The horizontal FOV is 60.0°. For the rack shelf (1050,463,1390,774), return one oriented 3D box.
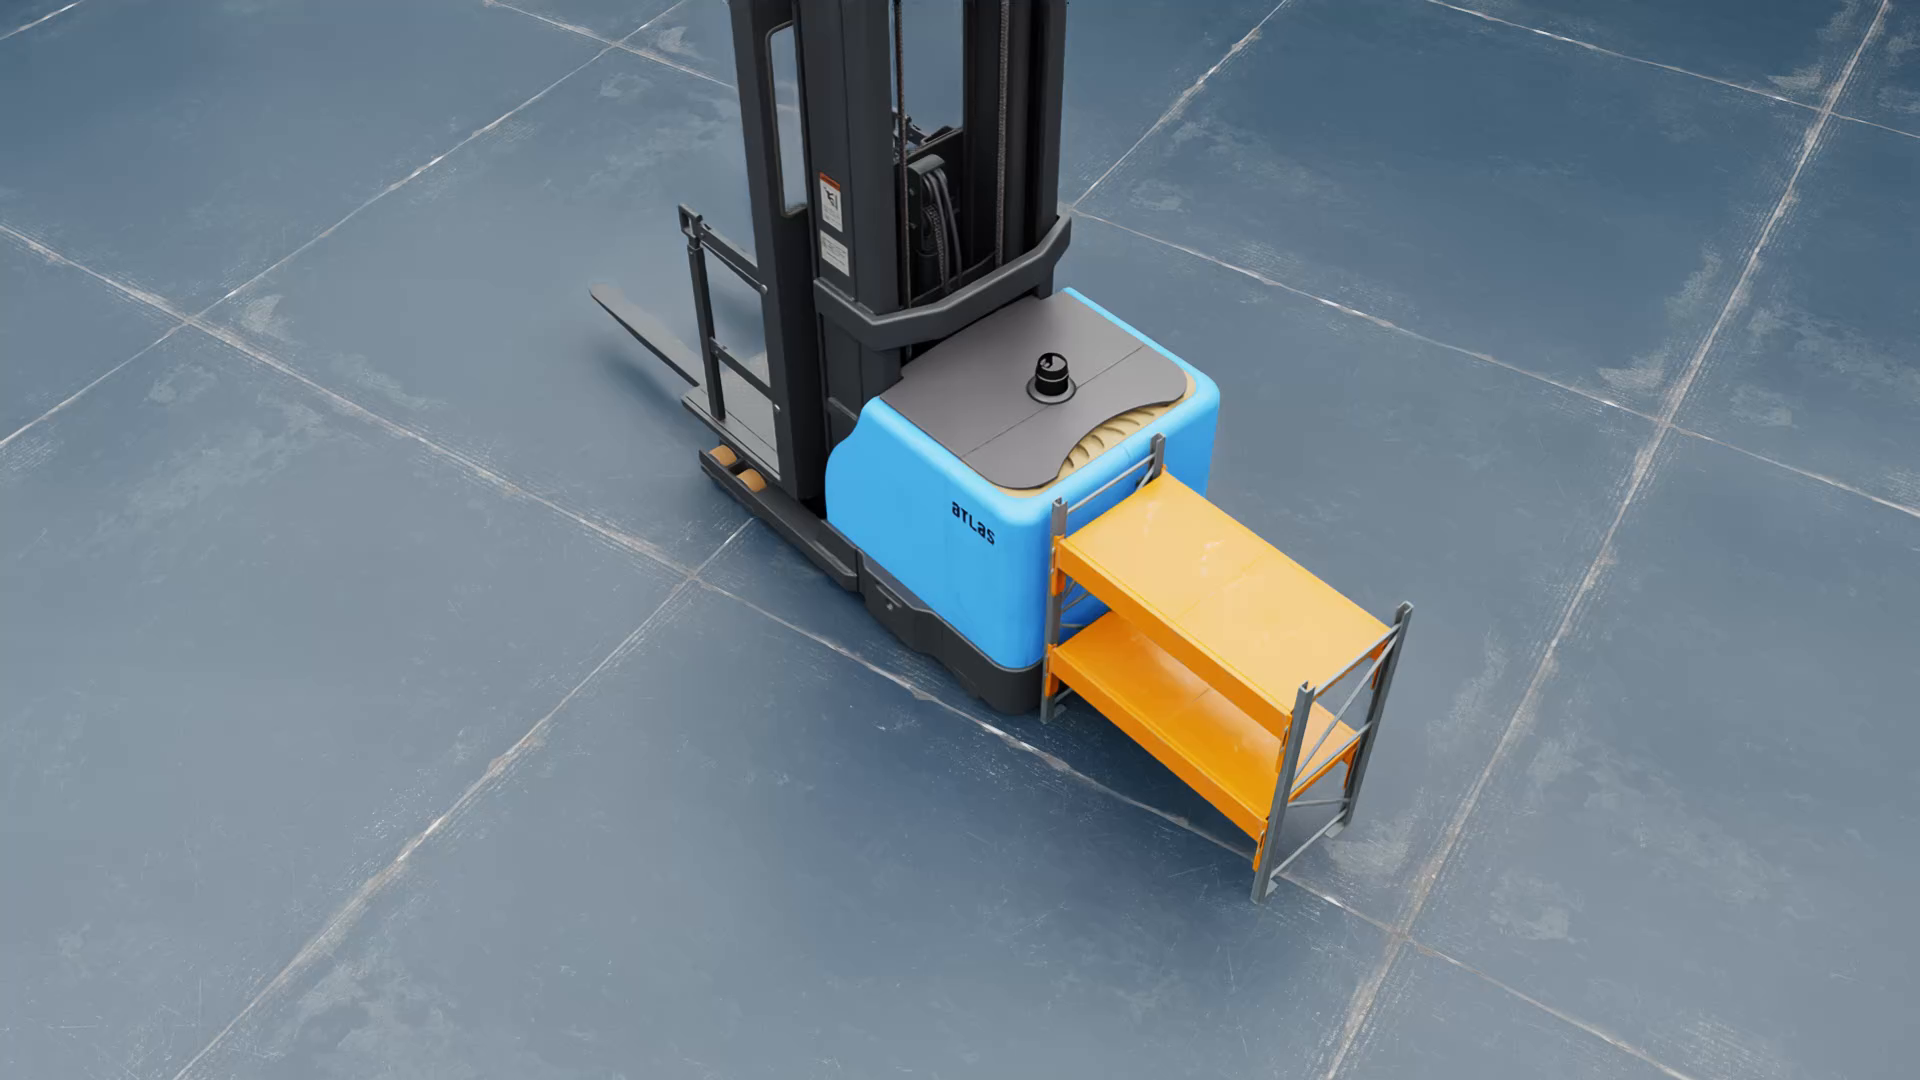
[{"bbox_3d":[0.828,0.226,5.338,0.538,0.278,1.000,-33,54,-28],"label":"rack shelf"}]

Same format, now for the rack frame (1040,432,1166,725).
[{"bbox_3d":[0.489,0.159,5.811,0.500,1.125,0.032,-33,54,-28],"label":"rack frame"}]

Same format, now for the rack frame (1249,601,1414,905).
[{"bbox_3d":[1.167,0.702,5.284,0.500,1.125,0.032,-33,54,-28],"label":"rack frame"}]

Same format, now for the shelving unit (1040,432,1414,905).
[{"bbox_3d":[0.828,0.430,5.548,0.538,1.125,1.048,-33,54,-28],"label":"shelving unit"}]

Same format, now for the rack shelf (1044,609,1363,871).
[{"bbox_3d":[0.828,0.601,5.723,0.538,0.278,1.000,-33,54,-28],"label":"rack shelf"}]

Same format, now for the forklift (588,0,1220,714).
[{"bbox_3d":[-0.432,-1.367,6.035,1.130,2.935,3.031,-33,54,-28],"label":"forklift"}]
